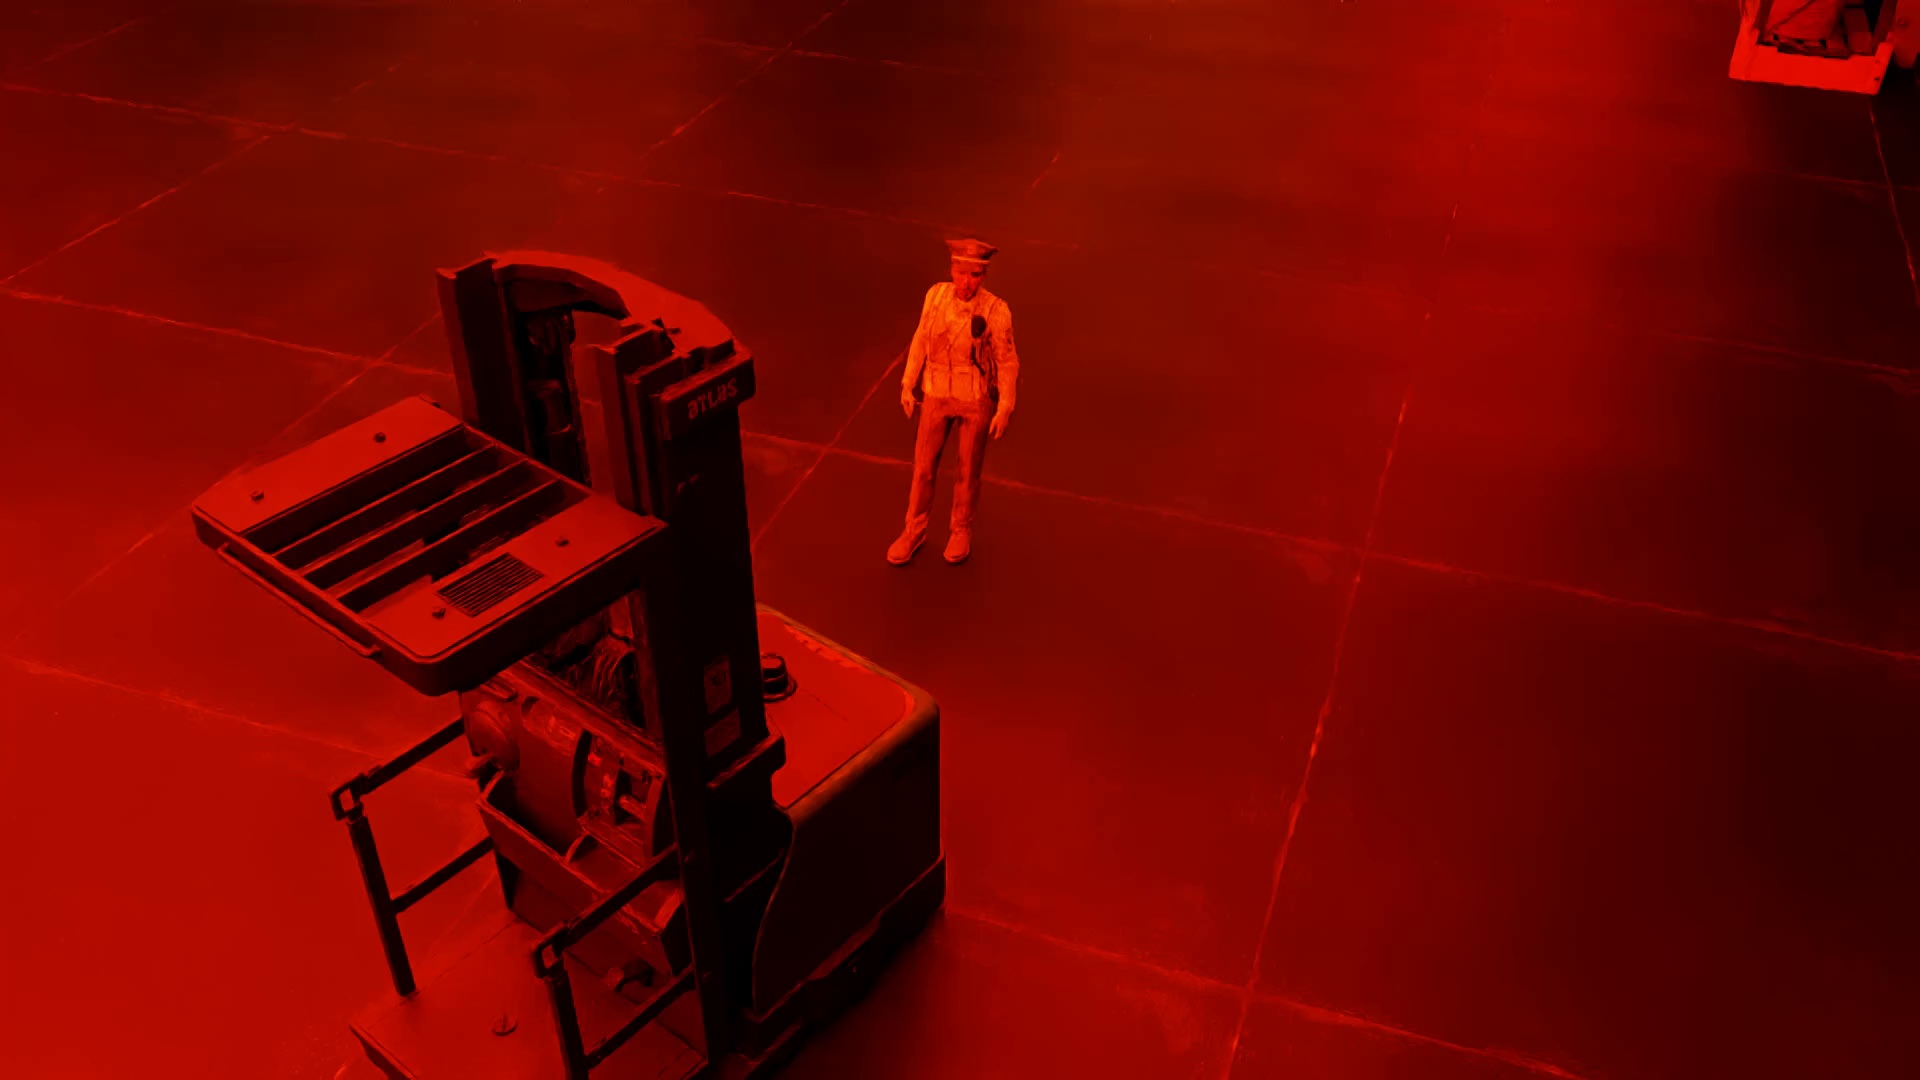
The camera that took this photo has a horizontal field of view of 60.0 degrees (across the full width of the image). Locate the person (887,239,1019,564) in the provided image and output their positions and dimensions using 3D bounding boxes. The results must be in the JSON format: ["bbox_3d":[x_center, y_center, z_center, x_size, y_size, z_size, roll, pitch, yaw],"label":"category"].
[{"bbox_3d":[-0.029,-0.662,8.100,0.586,1.695,0.533,12,37,16],"label":"person"}]

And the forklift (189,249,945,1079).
[{"bbox_3d":[-1.384,0.732,5.078,1.130,2.935,3.031,25,43,31],"label":"forklift"}]
